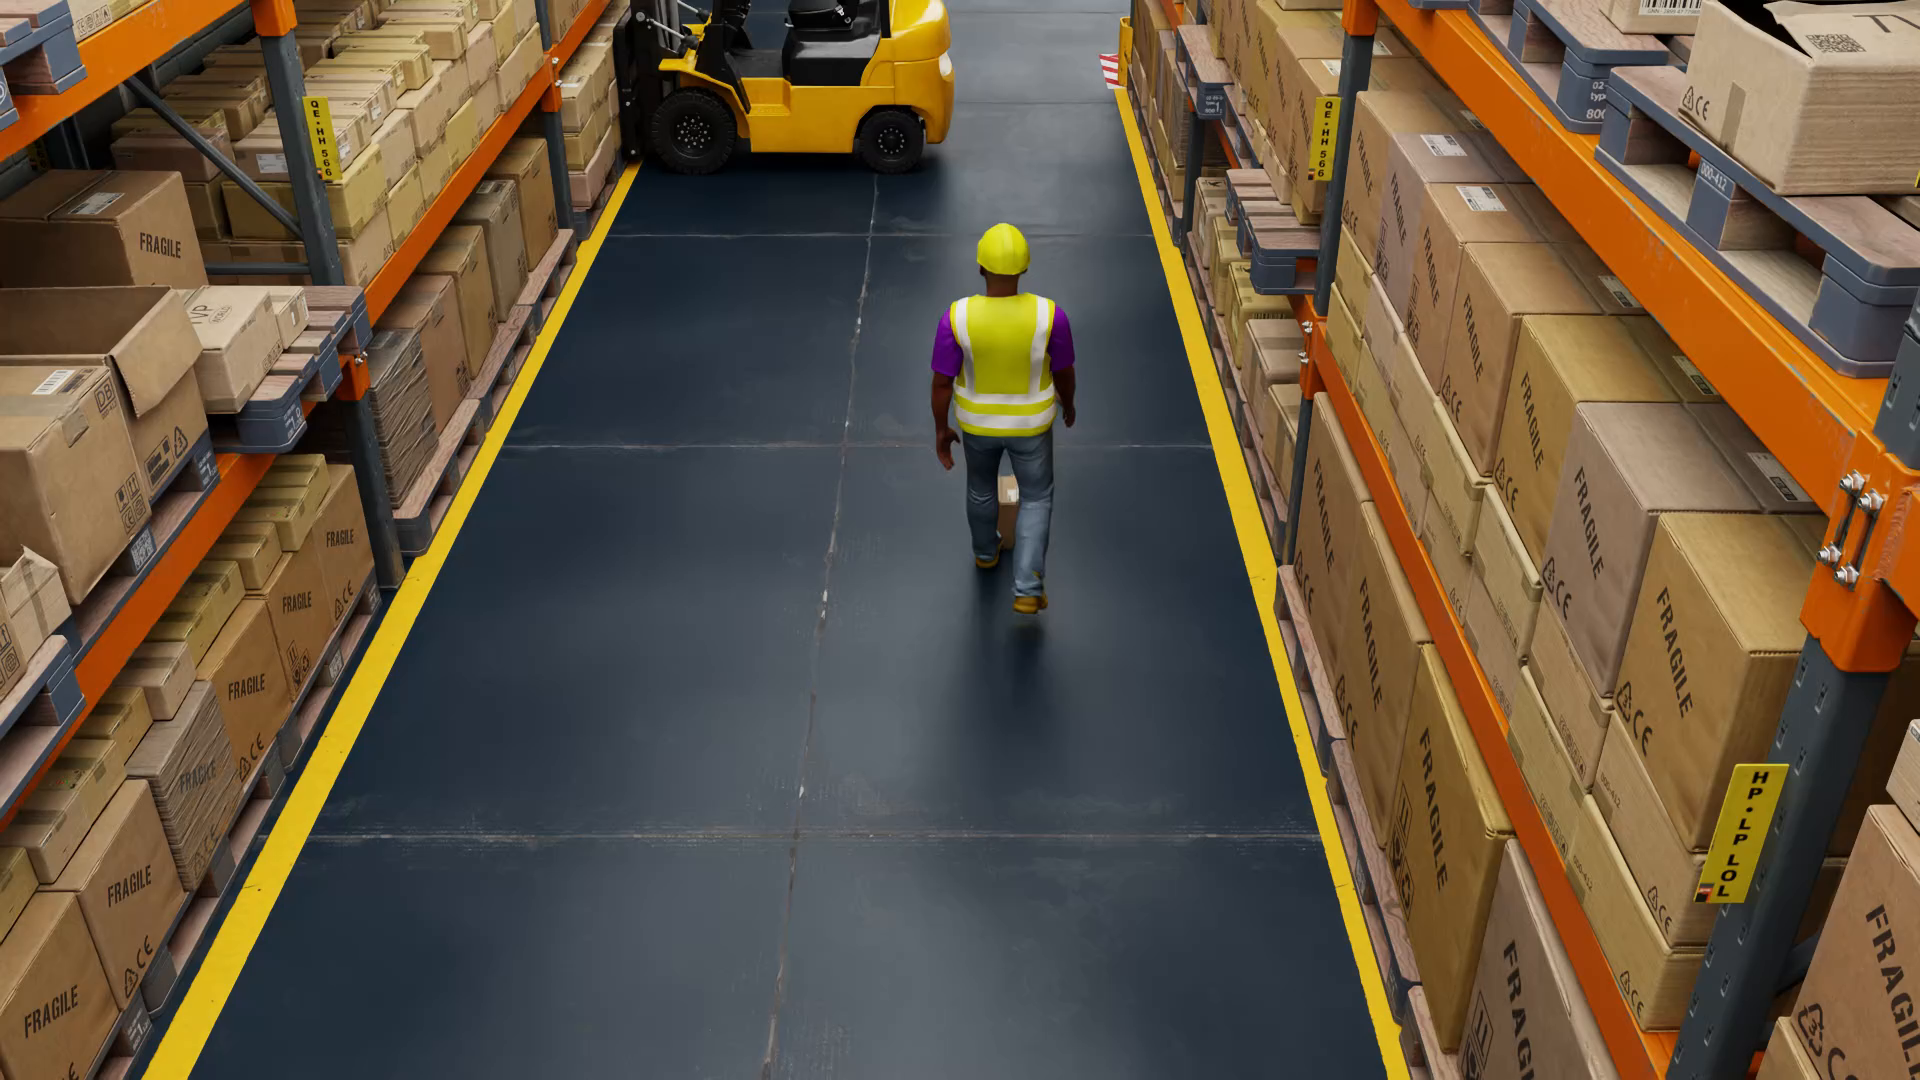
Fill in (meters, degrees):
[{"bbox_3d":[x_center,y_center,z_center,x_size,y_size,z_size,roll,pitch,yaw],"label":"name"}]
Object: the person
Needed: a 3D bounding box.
[{"bbox_3d":[0.192,-0.529,6.982,0.583,1.742,0.889,4,32,6],"label":"person"}]
